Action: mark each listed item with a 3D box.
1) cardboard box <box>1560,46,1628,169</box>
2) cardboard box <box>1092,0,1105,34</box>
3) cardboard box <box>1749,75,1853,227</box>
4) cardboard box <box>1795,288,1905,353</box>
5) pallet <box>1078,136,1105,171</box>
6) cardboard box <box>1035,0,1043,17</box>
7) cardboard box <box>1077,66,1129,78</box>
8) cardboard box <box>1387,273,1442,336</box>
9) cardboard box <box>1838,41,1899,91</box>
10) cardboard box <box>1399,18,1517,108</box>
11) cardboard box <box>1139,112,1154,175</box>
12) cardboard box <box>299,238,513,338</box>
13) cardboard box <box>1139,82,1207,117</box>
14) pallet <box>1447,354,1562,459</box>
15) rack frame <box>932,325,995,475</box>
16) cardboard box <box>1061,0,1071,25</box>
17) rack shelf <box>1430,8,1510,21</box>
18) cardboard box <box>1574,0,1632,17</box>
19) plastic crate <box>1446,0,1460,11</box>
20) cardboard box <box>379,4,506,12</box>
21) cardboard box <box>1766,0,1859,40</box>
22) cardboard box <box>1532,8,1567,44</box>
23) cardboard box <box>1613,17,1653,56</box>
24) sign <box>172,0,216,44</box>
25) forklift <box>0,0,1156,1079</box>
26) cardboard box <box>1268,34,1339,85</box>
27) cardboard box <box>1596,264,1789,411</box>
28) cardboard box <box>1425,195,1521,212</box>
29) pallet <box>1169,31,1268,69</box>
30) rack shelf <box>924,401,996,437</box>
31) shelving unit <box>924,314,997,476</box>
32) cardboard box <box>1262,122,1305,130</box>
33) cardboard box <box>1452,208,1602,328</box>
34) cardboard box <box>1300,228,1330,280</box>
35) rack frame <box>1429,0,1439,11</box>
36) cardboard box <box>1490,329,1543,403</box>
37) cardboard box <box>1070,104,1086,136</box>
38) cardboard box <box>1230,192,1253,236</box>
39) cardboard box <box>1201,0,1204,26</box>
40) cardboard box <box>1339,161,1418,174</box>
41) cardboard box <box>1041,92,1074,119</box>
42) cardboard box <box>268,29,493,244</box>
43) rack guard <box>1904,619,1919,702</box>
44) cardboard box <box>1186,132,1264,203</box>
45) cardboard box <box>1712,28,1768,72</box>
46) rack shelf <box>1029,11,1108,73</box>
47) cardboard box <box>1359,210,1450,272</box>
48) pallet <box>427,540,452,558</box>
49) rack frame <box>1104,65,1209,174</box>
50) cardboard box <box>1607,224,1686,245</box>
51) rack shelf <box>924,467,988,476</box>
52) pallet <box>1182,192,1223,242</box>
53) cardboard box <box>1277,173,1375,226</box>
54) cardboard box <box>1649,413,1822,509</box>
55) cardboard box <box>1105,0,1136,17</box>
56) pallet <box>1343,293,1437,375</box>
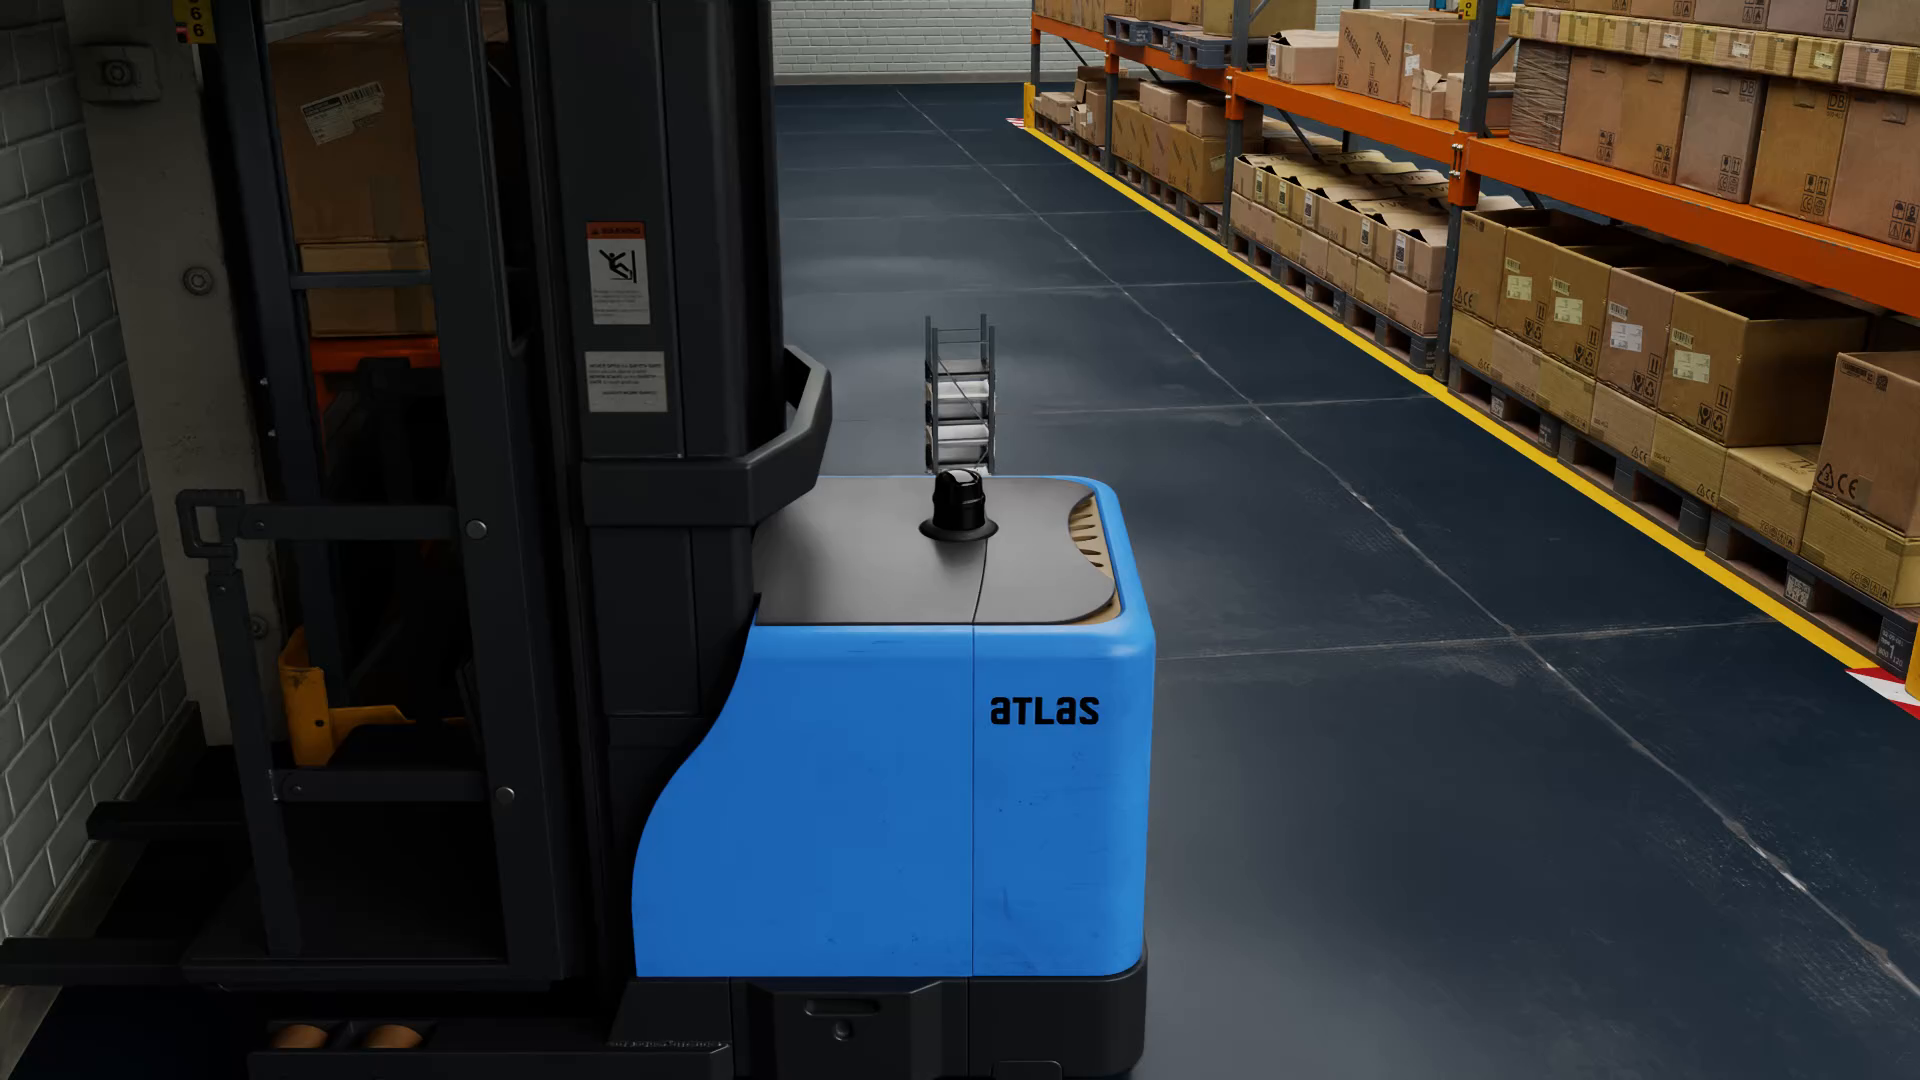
[{"bbox_3d":[3.236,-2.004,7.650,0.700,0.500,0.500,-3,21,-8],"label":"cardboard box"},{"bbox_3d":[1.604,-5.269,16.394,0.500,0.500,0.500,-3,21,-7],"label":"cardboard box"},{"bbox_3d":[3.459,-1.470,6.223,0.700,0.500,0.500,-3,21,-7],"label":"cardboard box"},{"bbox_3d":[3.644,-0.710,6.587,0.500,0.500,0.500,-3,21,-8],"label":"cardboard box"},{"bbox_3d":[1.832,-3.994,17.107,1.003,0.211,1.213,-3,21,-8],"label":"pallet"},{"bbox_3d":[1.157,-6.327,19.226,0.500,0.500,0.500,-2,21,-7],"label":"cardboard box"},{"bbox_3d":[1.676,-5.306,19.580,0.500,0.500,0.500,-3,21,-8],"label":"cardboard box"},{"bbox_3d":[2.737,-1.330,9.319,0.500,0.250,0.500,-3,21,-8],"label":"cardboard box"},{"bbox_3d":[3.306,-1.647,5.769,0.380,0.149,0.250,-3,21,-7],"label":"cardboard box"},{"bbox_3d":[2.913,-2.788,9.752,0.500,0.500,0.500,-1,21,-4],"label":"cardboard box"},{"bbox_3d":[1.912,-3.560,14.904,0.500,0.500,0.500,-3,21,-7],"label":"cardboard box"},{"bbox_3d":[-1.500,-0.747,4.616,0.500,0.250,0.500,-3,21,-7],"label":"cardboard box"},{"bbox_3d":[1.903,-3.923,14.803,0.500,0.250,0.500,-3,21,-8],"label":"cardboard box"},{"bbox_3d":[3.157,-0.709,8.312,1.003,0.211,1.213,-3,21,-8],"label":"pallet"},{"bbox_3d":[0.014,-0.389,6.472,0.240,0.900,0.006,-3,21,-8],"label":"rack frame"},{"bbox_3d":[1.376,-5.802,17.819,0.500,0.500,0.500,-3,21,-7],"label":"cardboard box"},{"bbox_3d":[6.544,-5.666,18.628,1.077,0.370,4.000,-3,21,-8],"label":"rack shelf"},{"bbox_3d":[3.228,-2.619,7.443,0.700,0.500,0.500,-3,21,-8],"label":"cardboard box"},{"bbox_3d":[5.930,-6.383,19.810,0.250,0.136,0.298,-3,21,-8],"label":"plastic crate"},{"bbox_3d":[-1.734,-1.627,5.899,0.500,0.500,0.500,-3,21,-7],"label":"cardboard box"},{"bbox_3d":[3.443,-2.099,6.052,0.700,0.500,0.500,-3,21,-8],"label":"cardboard box"},{"bbox_3d":[2.967,-2.453,7.928,0.380,0.149,0.250,-3,21,-7],"label":"cardboard box"},{"bbox_3d":[3.079,-2.187,7.213,0.380,0.149,0.250,-4,21,-10],"label":"cardboard box"},{"bbox_3d":[-1.793,-1.326,3.872,0.100,0.325,0.005,-3,21,-8],"label":"sign"},{"bbox_3d":[-1.119,-0.361,3.495,3.031,2.935,1.130,0,20,0],"label":"forklift"},{"bbox_3d":[2.444,-3.316,11.435,0.500,0.311,0.500,-3,21,-8],"label":"cardboard box"},{"bbox_3d":[3.059,-0.857,6.981,0.500,0.500,0.500,-3,21,-8],"label":"cardboard box"},{"bbox_3d":[3.128,-1.972,10.237,0.500,0.311,0.500,-4,21,-10],"label":"cardboard box"},{"bbox_3d":[2.340,-3.818,12.927,1.213,0.211,1.003,-3,21,-8],"label":"pallet"},{"bbox_3d":[-0.001,-0.477,6.546,0.258,0.077,0.200,-3,21,-8],"label":"rack shelf"},{"bbox_3d":[-0.001,-0.424,6.566,0.258,0.900,0.210,-3,21,-8],"label":"shelving unit"},{"bbox_3d":[2.576,-3.239,14.046,0.500,0.500,0.500,-3,21,-8],"label":"cardboard box"},{"bbox_3d":[2.841,-1.376,8.371,0.500,0.500,0.500,-3,21,-8],"label":"cardboard box"},{"bbox_3d":[2.520,-1.858,10.735,0.500,0.250,0.500,-2,21,-7],"label":"cardboard box"},{"bbox_3d":[6.256,-6.696,20.356,1.000,3.000,0.127,-3,21,-8],"label":"rack frame"},{"bbox_3d":[2.917,-0.852,8.039,0.500,0.250,0.500,-3,21,-8],"label":"cardboard box"},{"bbox_3d":[1.459,-4.451,17.561,0.500,0.311,0.500,-3,21,-8],"label":"cardboard box"},{"bbox_3d":[2.292,-2.390,12.157,0.500,0.250,0.500,-3,21,-8],"label":"cardboard box"},{"bbox_3d":[2.362,-4.459,13.626,0.700,0.500,0.500,1,20,2],"label":"cardboard box"},{"bbox_3d":[2.908,-2.500,11.651,0.500,0.311,0.500,-3,21,-9],"label":"cardboard box"},{"bbox_3d":[1.224,-4.989,19.089,0.500,0.250,0.500,-3,21,-8],"label":"cardboard box"},{"bbox_3d":[-1.519,-1.099,4.486,0.500,0.500,0.500,-3,21,-8],"label":"cardboard box"},{"bbox_3d":[3.664,0.272,5.274,1.175,0.500,0.348,-3,21,-8],"label":"rack guard"},{"bbox_3d":[2.140,-3.024,13.470,0.500,0.500,0.500,-2,21,-6],"label":"cardboard box"},{"bbox_3d":[3.191,-1.918,6.494,0.380,0.149,0.250,-3,21,-8],"label":"cardboard box"},{"bbox_3d":[1.642,-5.418,17.962,1.077,0.370,4.000,-3,21,-8],"label":"rack shelf"},{"bbox_3d":[2.660,-1.769,9.694,0.500,0.311,0.500,-2,21,-6],"label":"cardboard box"},{"bbox_3d":[-1.507,-0.081,6.631,1.003,0.211,1.213,-3,21,-8],"label":"pallet"},{"bbox_3d":[1.930,-5.062,15.983,1.000,3.000,0.127,-3,21,-8],"label":"rack frame"},{"bbox_3d":[3.427,-1.229,7.977,0.500,0.500,0.500,-3,21,-8],"label":"cardboard box"},{"bbox_3d":[-0.001,-0.225,6.641,0.258,0.077,0.200,-3,21,-8],"label":"rack shelf"},{"bbox_3d":[2.437,-2.631,13.460,1.003,0.211,1.213,-3,21,-8],"label":"pallet"},{"bbox_3d":[2.447,-2.294,11.100,0.500,0.311,0.500,-3,21,-9],"label":"cardboard box"},{"bbox_3d":[3.133,-0.332,6.648,0.500,0.250,0.500,-3,21,-8],"label":"cardboard box"},{"bbox_3d":[1.777,-5.130,15.422,0.700,0.500,0.500,-10,23,-26],"label":"cardboard box"},{"bbox_3d":[2.939,-1.239,9.732,1.003,0.211,1.213,-3,21,-8],"label":"pallet"}]
